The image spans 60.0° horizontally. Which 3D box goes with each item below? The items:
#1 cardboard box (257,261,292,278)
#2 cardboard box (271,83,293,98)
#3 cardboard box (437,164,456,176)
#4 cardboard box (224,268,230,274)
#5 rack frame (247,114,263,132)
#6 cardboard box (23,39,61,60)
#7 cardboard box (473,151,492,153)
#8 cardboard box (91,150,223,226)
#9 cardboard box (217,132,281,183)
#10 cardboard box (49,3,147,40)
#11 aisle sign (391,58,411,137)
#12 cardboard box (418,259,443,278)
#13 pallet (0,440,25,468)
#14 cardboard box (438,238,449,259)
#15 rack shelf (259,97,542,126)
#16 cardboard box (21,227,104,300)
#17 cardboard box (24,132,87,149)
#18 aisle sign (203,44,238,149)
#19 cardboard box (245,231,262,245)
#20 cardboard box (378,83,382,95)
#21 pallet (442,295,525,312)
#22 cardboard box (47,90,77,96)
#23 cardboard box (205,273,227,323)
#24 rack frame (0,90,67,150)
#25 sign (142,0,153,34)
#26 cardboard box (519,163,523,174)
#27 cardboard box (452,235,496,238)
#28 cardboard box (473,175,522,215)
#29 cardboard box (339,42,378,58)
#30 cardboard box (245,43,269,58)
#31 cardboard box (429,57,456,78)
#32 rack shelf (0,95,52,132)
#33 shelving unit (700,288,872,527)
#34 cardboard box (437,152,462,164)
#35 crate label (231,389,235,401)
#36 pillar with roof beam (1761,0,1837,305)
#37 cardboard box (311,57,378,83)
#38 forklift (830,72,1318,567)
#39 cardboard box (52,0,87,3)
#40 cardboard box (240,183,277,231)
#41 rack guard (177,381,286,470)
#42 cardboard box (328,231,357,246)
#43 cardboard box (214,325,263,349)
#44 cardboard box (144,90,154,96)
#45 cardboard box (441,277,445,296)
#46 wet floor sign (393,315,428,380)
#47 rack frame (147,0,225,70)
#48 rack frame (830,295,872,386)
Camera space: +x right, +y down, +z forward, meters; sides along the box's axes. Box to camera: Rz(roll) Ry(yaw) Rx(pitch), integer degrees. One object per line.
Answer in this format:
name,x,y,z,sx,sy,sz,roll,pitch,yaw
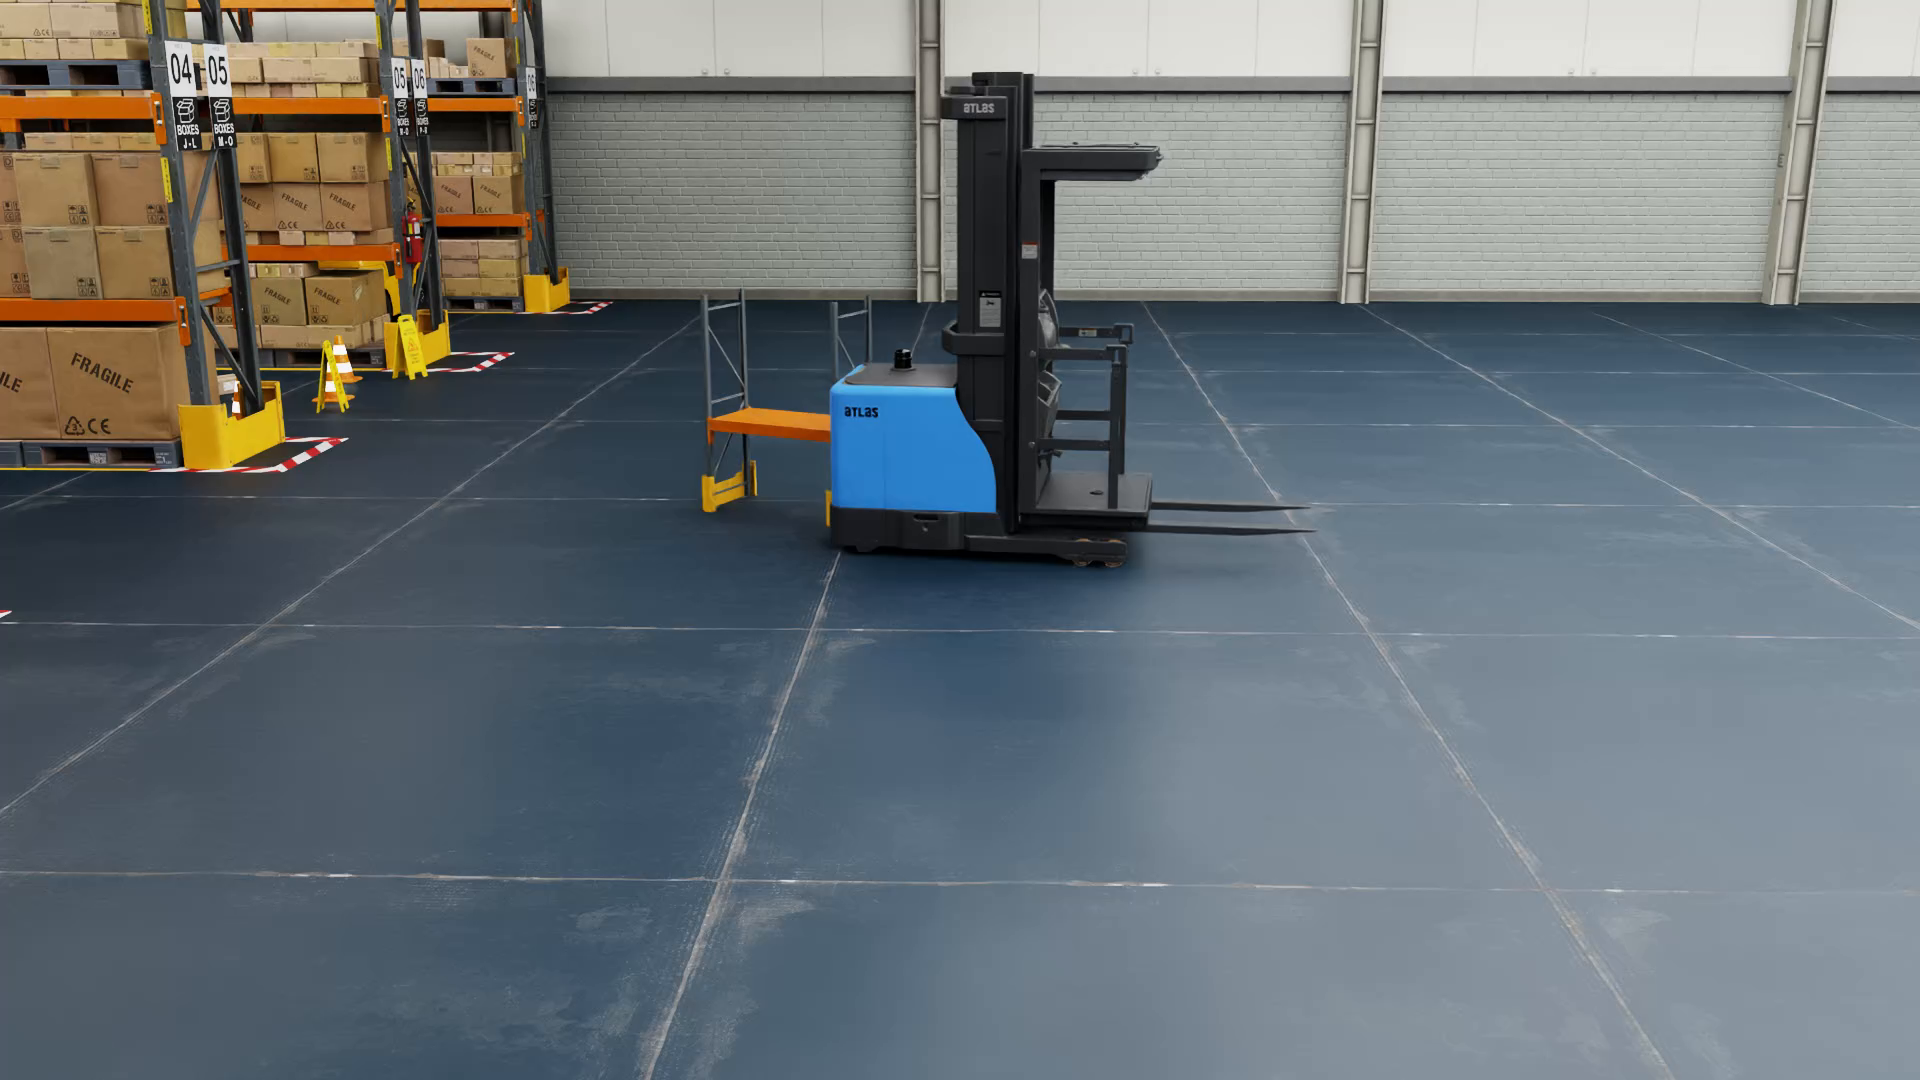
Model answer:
cardboard box,-7.287,-2.887,17.728,0.250,0.149,0.380,1,15,2
cardboard box,-6.989,-4.693,17.360,0.250,0.149,0.380,0,15,2
cardboard box,-6.852,-4.985,22.388,0.250,0.149,0.380,0,15,1
cardboard box,-8.242,-2.732,18.410,0.500,0.500,0.500,1,15,4
rack frame,-9.735,-4.703,22.784,0.127,3.000,1.000,0,15,1
cardboard box,-6.735,-3.647,12.377,0.250,0.149,0.380,1,15,2
cardboard box,-6.592,-5.248,22.799,0.250,0.149,0.380,1,15,2
cardboard box,-6.255,-2.755,12.990,0.550,0.550,0.875,0,15,1
cardboard box,-7.394,-4.016,17.444,0.500,0.500,0.700,0,15,1
cardboard box,-6.382,-3.853,12.375,0.500,0.250,0.500,1,15,2
aisle sign,-5.805,-4.593,17.274,0.004,0.787,0.394,0,15,1
cardboard box,-7.249,-3.719,22.644,0.500,0.250,0.500,0,15,0
pallet,-7.903,-0.793,13.433,1.213,0.211,1.003,0,15,1
cardboard box,-7.220,-3.960,22.575,0.500,0.250,0.500,1,15,2
rack shelf,-7.736,-5.792,22.444,4.000,0.370,1.077,0,15,1
cardboard box,-6.808,-2.209,13.039,0.550,0.550,0.875,0,15,1
cardboard box,-9.424,-4.054,17.588,0.500,0.500,0.700,0,15,1
aisle sign,-5.807,-3.481,13.057,0.004,0.787,0.394,0,15,1
cardboard box,-7.520,-3.228,17.686,0.250,0.149,0.380,0,15,1
cardboard box,-6.183,-4.825,17.859,0.250,0.149,0.380,0,15,1
pallet,-6.502,-3.323,23.020,1.213,0.211,1.003,0,15,1
cardboard box,-9.293,-4.685,17.328,0.250,0.149,0.380,0,15,1
cardboard box,-8.222,-2.596,17.896,0.500,0.500,0.500,1,15,4
rack frame,-9.859,-3.437,17.987,0.127,3.000,1.000,0,15,1
sign,-5.913,-3.850,12.091,0.005,0.325,0.100,0,15,1
cardboard box,-6.069,-5.107,22.849,0.250,0.149,0.380,0,15,0
cardboard box,-6.712,-4.087,23.059,0.500,0.250,0.500,0,15,2
cardboard box,-6.235,-4.661,22.431,0.500,0.500,0.500,0,15,0
cardboard box,-6.205,-5.052,17.158,0.250,0.149,0.380,1,15,2
cardboard box,-7.214,-5.079,17.259,0.250,0.149,0.380,0,15,1
cardboard box,-6.826,-6.243,21.987,0.258,0.266,0.396,0,15,2
rack shelf,-11.858,-4.552,17.745,4.000,0.370,1.077,0,15,1
shelving unit,-1.188,-0.933,11.437,1.083,1.500,0.587,7,16,25
cardboard box,-6.857,-5.140,22.392,0.250,0.149,0.380,0,15,2
crate label,-6.799,-1.404,15.895,0.298,0.136,0.250,-8,17,-28
pillar with roof beam,11.474,-6.597,18.203,0.400,9.000,9.100,0,15,1
cardboard box,-6.378,-4.867,17.238,0.500,0.250,0.500,0,15,1
forklift,0.738,-1.397,10.390,3.031,2.935,1.130,2,15,8
cardboard box,-6.480,-4.031,12.270,0.250,0.149,0.380,0,15,2
cardboard box,-7.410,-3.545,17.617,0.500,0.500,0.500,0,15,1
rack guard,-5.861,-0.939,13.419,0.348,0.500,1.175,0,15,1
cardboard box,-6.495,-3.211,17.621,0.250,0.149,0.380,0,15,1
cardboard box,-7.716,-2.228,17.973,0.500,0.250,0.500,0,15,-1
cardboard box,-8.267,-4.670,17.274,0.250,0.149,0.380,0,15,0
cardboard box,-7.211,-3.484,22.732,0.500,0.250,0.500,1,15,2
wet floor sign,-5.697,-1.998,17.149,0.232,0.644,0.267,6,16,21
rack frame,-5.885,-5.048,12.335,0.127,3.000,1.000,0,15,1
rack frame,-0.723,-0.875,11.217,0.032,1.500,0.500,7,16,25
